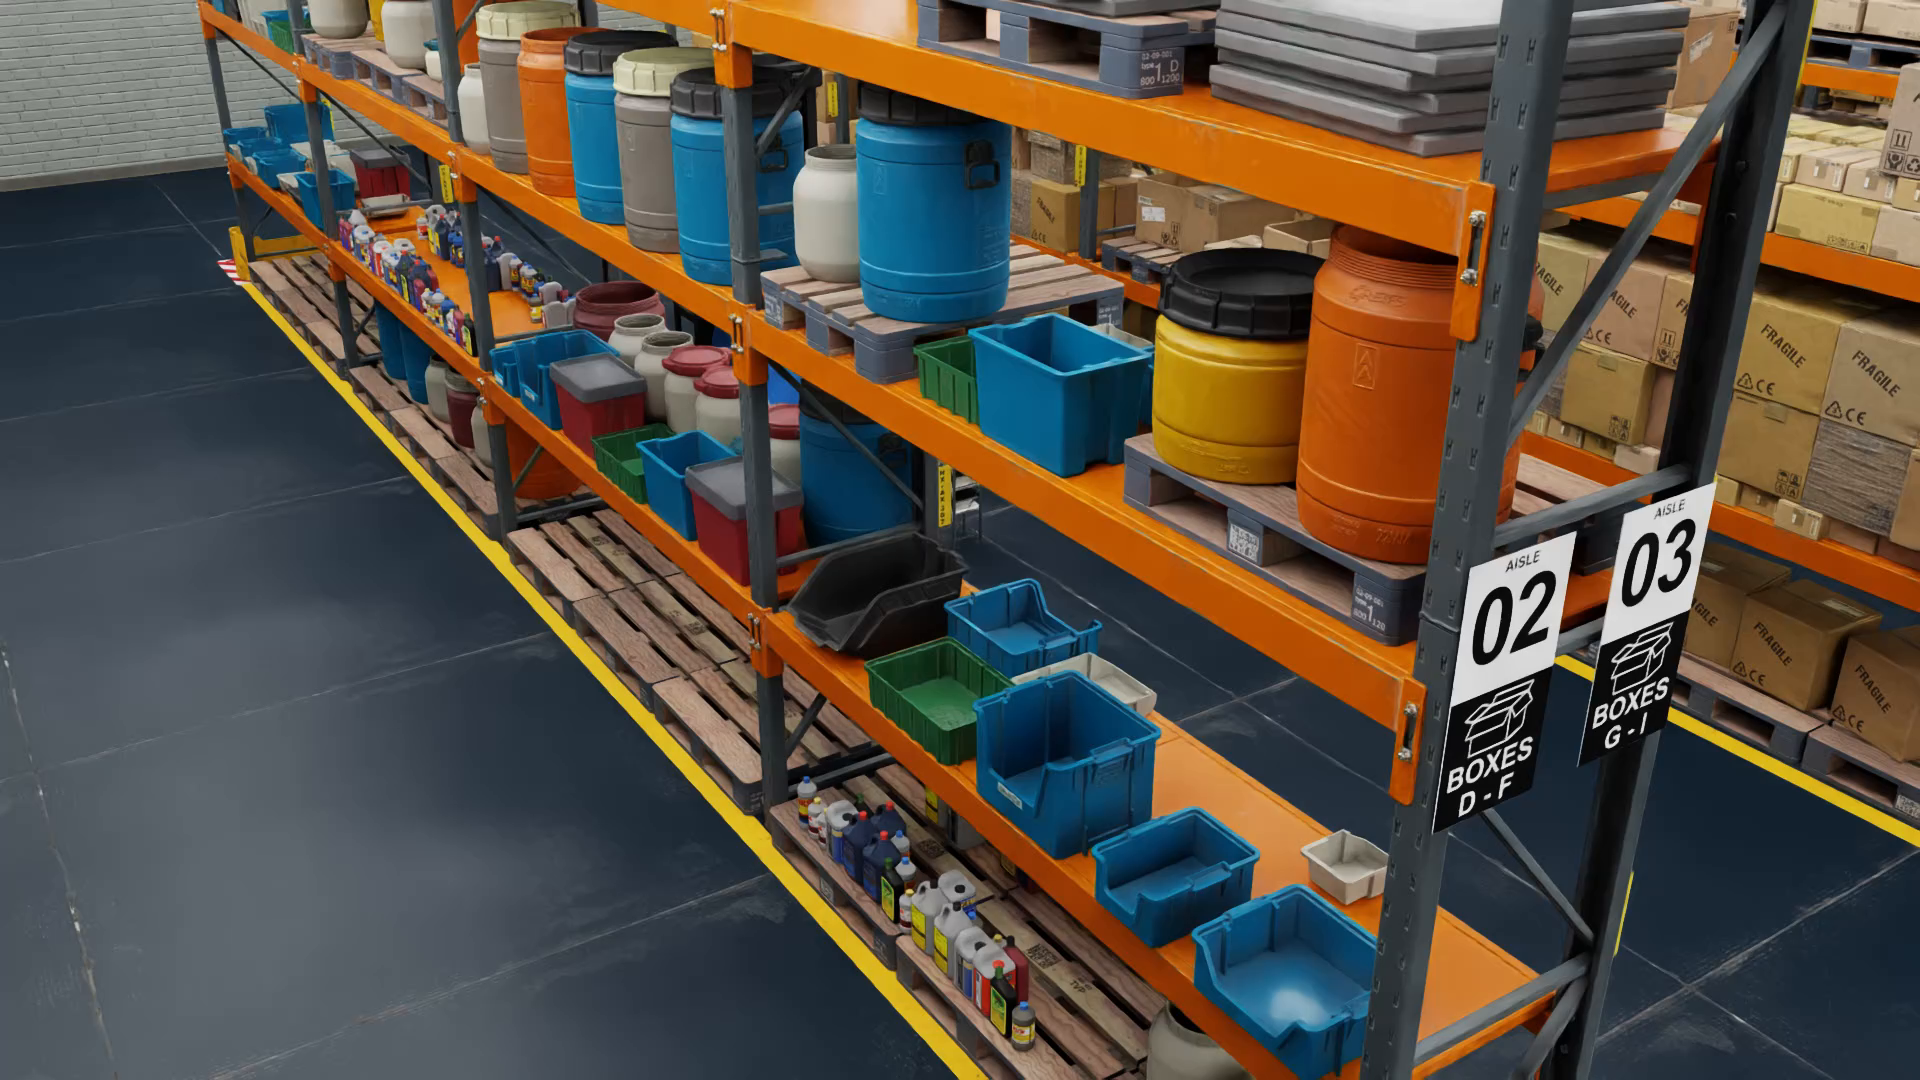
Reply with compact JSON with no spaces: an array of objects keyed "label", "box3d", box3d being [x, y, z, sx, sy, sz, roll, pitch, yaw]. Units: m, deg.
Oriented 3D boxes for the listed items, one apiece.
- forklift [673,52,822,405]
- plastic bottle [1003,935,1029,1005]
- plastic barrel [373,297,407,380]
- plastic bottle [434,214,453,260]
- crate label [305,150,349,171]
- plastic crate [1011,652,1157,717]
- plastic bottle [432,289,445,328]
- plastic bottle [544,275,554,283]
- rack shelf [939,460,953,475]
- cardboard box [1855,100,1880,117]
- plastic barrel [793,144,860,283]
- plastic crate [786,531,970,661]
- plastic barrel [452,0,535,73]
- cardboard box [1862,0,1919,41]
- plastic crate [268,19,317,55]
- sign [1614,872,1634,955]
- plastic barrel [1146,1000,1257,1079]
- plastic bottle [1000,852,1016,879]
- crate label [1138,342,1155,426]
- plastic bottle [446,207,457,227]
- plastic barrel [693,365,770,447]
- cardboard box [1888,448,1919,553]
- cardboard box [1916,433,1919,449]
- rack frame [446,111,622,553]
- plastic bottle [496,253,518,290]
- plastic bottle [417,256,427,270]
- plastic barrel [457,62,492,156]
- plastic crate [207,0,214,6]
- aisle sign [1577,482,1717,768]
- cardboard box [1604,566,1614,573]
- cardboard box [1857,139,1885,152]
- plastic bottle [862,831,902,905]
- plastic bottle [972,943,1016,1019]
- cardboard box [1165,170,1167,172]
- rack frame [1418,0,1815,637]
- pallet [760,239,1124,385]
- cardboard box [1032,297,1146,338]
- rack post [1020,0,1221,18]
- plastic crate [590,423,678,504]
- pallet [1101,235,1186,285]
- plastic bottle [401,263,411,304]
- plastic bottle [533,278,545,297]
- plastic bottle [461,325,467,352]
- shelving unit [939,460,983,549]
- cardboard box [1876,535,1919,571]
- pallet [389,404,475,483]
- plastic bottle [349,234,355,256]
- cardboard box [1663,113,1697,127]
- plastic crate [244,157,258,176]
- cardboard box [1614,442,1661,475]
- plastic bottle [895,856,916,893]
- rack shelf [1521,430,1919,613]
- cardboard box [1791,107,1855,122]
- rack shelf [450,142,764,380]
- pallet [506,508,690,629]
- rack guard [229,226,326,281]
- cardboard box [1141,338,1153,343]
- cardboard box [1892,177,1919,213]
[{"label":"forklift","box3d":[-1.845,-2.633,13.858,1.130,2.935,3.031,-14,29,-28]},{"label":"plastic bottle","box3d":[0.233,1.814,7.023,0.061,0.283,0.133,-16,29,-30]},{"label":"plastic barrel","box3d":[-4.639,-1.874,14.134,0.600,0.901,0.708,-16,29,-30]},{"label":"plastic bottle","box3d":[-4.166,-2.457,13.461,0.144,0.351,0.185,-16,29,-30]},{"label":"crate label","box3d":[-6.190,-3.719,16.316,0.396,0.136,0.243,-16,29,-30]},{"label":"plastic crate","box3d":[0.544,0.671,7.086,0.530,0.136,0.437,-16,29,-30]},{"label":"plastic bottle","box3d":[-3.703,-1.655,11.855,0.097,0.271,0.097,0,25,0]},{"label":"plastic bottle","box3d":[-2.991,-1.802,12.153,0.061,0.283,0.133,-16,29,-30]},{"label":"rack shelf","box3d":[-0.004,-0.542,11.464,0.258,0.077,0.200,-16,29,-30]},{"label":"cardboard box","box3d":[9.862,-4.672,17.898,0.380,0.149,0.250,-18,30,-33]},{"label":"plastic barrel","box3d":[-0.484,-1.367,6.958,0.421,0.512,0.421,0,25,0]},{"label":"plastic crate","box3d":[-0.376,0.275,7.689,0.767,0.338,0.504,-16,29,-30]},{"label":"plastic barrel","box3d":[-3.046,-3.345,10.776,0.600,0.830,0.708,-16,29,-30]},{"label":"cardboard box","box3d":[7.286,-3.983,12.689,0.500,0.250,0.500,-15,29,-29]},{"label":"plastic crate","box3d":[-5.406,-4.173,13.773,0.450,0.188,0.662,-16,29,-30]},{"label":"sign","box3d":[2.092,1.209,5.313,0.100,0.325,0.005,-16,29,-30]},{"label":"plastic barrel","box3d":[0.932,1.999,6.386,0.421,0.512,0.421,0,25,0]},{"label":"plastic bottle","box3d":[0.248,1.440,7.815,0.061,0.283,0.133,-16,29,-30]},{"label":"crate label","box3d":[0.884,-0.575,6.077,0.502,0.251,0.408,-16,29,-30]},{"label":"plastic bottle","box3d":[-4.146,-2.557,13.672,0.144,0.351,0.185,-16,29,-30]},{"label":"plastic barrel","box3d":[-1.294,-0.687,9.495,0.433,0.535,0.433,0,25,0]},{"label":"cardboard box","box3d":[5.128,-0.227,8.214,0.875,0.500,0.500,-16,29,-30]},{"label":"cardboard box","box3d":[4.994,-0.642,7.922,0.500,0.500,0.500,-16,29,-30]},{"label":"rack frame","box3d":[-2.738,-1.401,11.166,1.000,3.000,0.127,-16,29,-30]},{"label":"plastic bottle","box3d":[-3.461,-2.071,12.730,0.152,0.276,0.135,-16,29,-30]},{"label":"plastic bottle","box3d":[-4.089,-2.021,12.630,0.097,0.271,0.097,0,25,0]},{"label":"plastic barrel","box3d":[-2.826,-2.625,10.115,0.421,0.512,0.421,0,25,0]},{"label":"plastic crate","box3d":[-7.129,-5.357,16.185,0.497,0.269,0.590,-16,29,-30]},{"label":"aisle sign","box3d":[1.914,0.243,4.639,0.394,0.787,0.004,-16,29,-30]},{"label":"cardboard box","box3d":[4.099,0.172,10.271,0.500,0.500,0.500,-6,26,-13]},{"label":"cardboard box","box3d":[4.812,-1.957,8.539,0.380,0.149,0.250,-17,30,-31]},{"label":"plastic bottle","box3d":[-0.359,1.482,7.647,0.144,0.351,0.185,-17,30,-32]},{"label":"plastic bottle","box3d":[0.144,1.842,6.971,0.152,0.276,0.135,-15,29,-29]},{"label":"cardboard box","box3d":[2.681,-4.365,19.944,0.380,0.149,0.250,-17,30,-31]},{"label":"rack frame","box3d":[1.629,-1.252,3.824,1.000,3.000,0.127,-16,29,-30]},{"label":"pallet","box3d":[-0.079,-1.006,7.036,1.213,0.211,1.003,-16,29,-30]},{"label":"cardboard box","box3d":[1.052,-2.036,14.508,1.225,0.875,0.875,-17,30,-32]},{"label":"rack post","box3d":[0.545,-1.904,5.292,0.937,0.300,0.954,-16,30,-31]},{"label":"plastic crate","box3d":[-1.742,-0.431,9.360,0.450,0.188,0.662,-16,29,-30]},{"label":"pallet","box3d":[1.890,-2.238,13.164,1.213,0.211,1.003,-16,29,-30]},{"label":"plastic bottle","box3d":[-4.114,-1.916,12.394,0.061,0.283,0.133,-16,29,-30]},{"label":"plastic bottle","box3d":[-3.048,-1.772,12.102,0.097,0.271,0.097,0,25,0]},{"label":"plastic bottle","box3d":[-3.364,-1.402,11.400,0.097,0.201,0.097,0,25,0]},{"label":"shelving unit","box3d":[-0.004,-0.410,11.526,0.258,0.900,0.210,-16,29,-30]},{"label":"cardboard box","box3d":[4.909,0.007,8.478,0.380,0.149,0.250,-16,29,-30]},{"label":"pallet","box3d":[-3.866,-0.848,13.261,1.003,0.211,1.213,-16,29,-30]},{"label":"plastic bottle","box3d":[-4.928,-2.426,13.571,0.097,0.201,0.097,0,25,0]},{"label":"cardboard box","box3d":[3.848,-2.223,9.103,0.380,0.149,0.250,-15,29,-29]},{"label":"plastic crate","box3d":[-6.771,-3.628,16.123,0.250,0.136,0.298,-16,29,-30]},{"label":"cardboard box","box3d":[3.992,-0.502,9.556,0.380,0.149,0.250,-16,29,-30]},{"label":"plastic bottle","box3d":[-0.247,1.562,7.571,0.097,0.271,0.097,0,25,0]},{"label":"rack shelf","box3d":[4.687,-0.083,9.218,1.077,0.370,4.000,-16,29,-30]},{"label":"cardboard box","box3d":[6.972,-3.282,13.862,0.700,0.500,0.500,-15,29,-29]},{"label":"rack shelf","box3d":[-1.647,-1.716,9.164,1.077,0.370,4.000,-16,29,-30]},{"label":"pallet","box3d":[-2.348,0.147,11.155,1.003,0.211,1.213,-16,29,-30]},{"label":"rack guard","box3d":[-7.130,-3.137,17.772,1.175,0.500,0.348,-16,29,-30]},{"label":"cardboard box","box3d":[1.794,-1.388,13.553,0.700,0.500,0.500,-17,30,-32]},{"label":"cardboard box","box3d":[4.662,-1.656,7.902,0.380,0.149,0.250,-17,30,-32]}]
